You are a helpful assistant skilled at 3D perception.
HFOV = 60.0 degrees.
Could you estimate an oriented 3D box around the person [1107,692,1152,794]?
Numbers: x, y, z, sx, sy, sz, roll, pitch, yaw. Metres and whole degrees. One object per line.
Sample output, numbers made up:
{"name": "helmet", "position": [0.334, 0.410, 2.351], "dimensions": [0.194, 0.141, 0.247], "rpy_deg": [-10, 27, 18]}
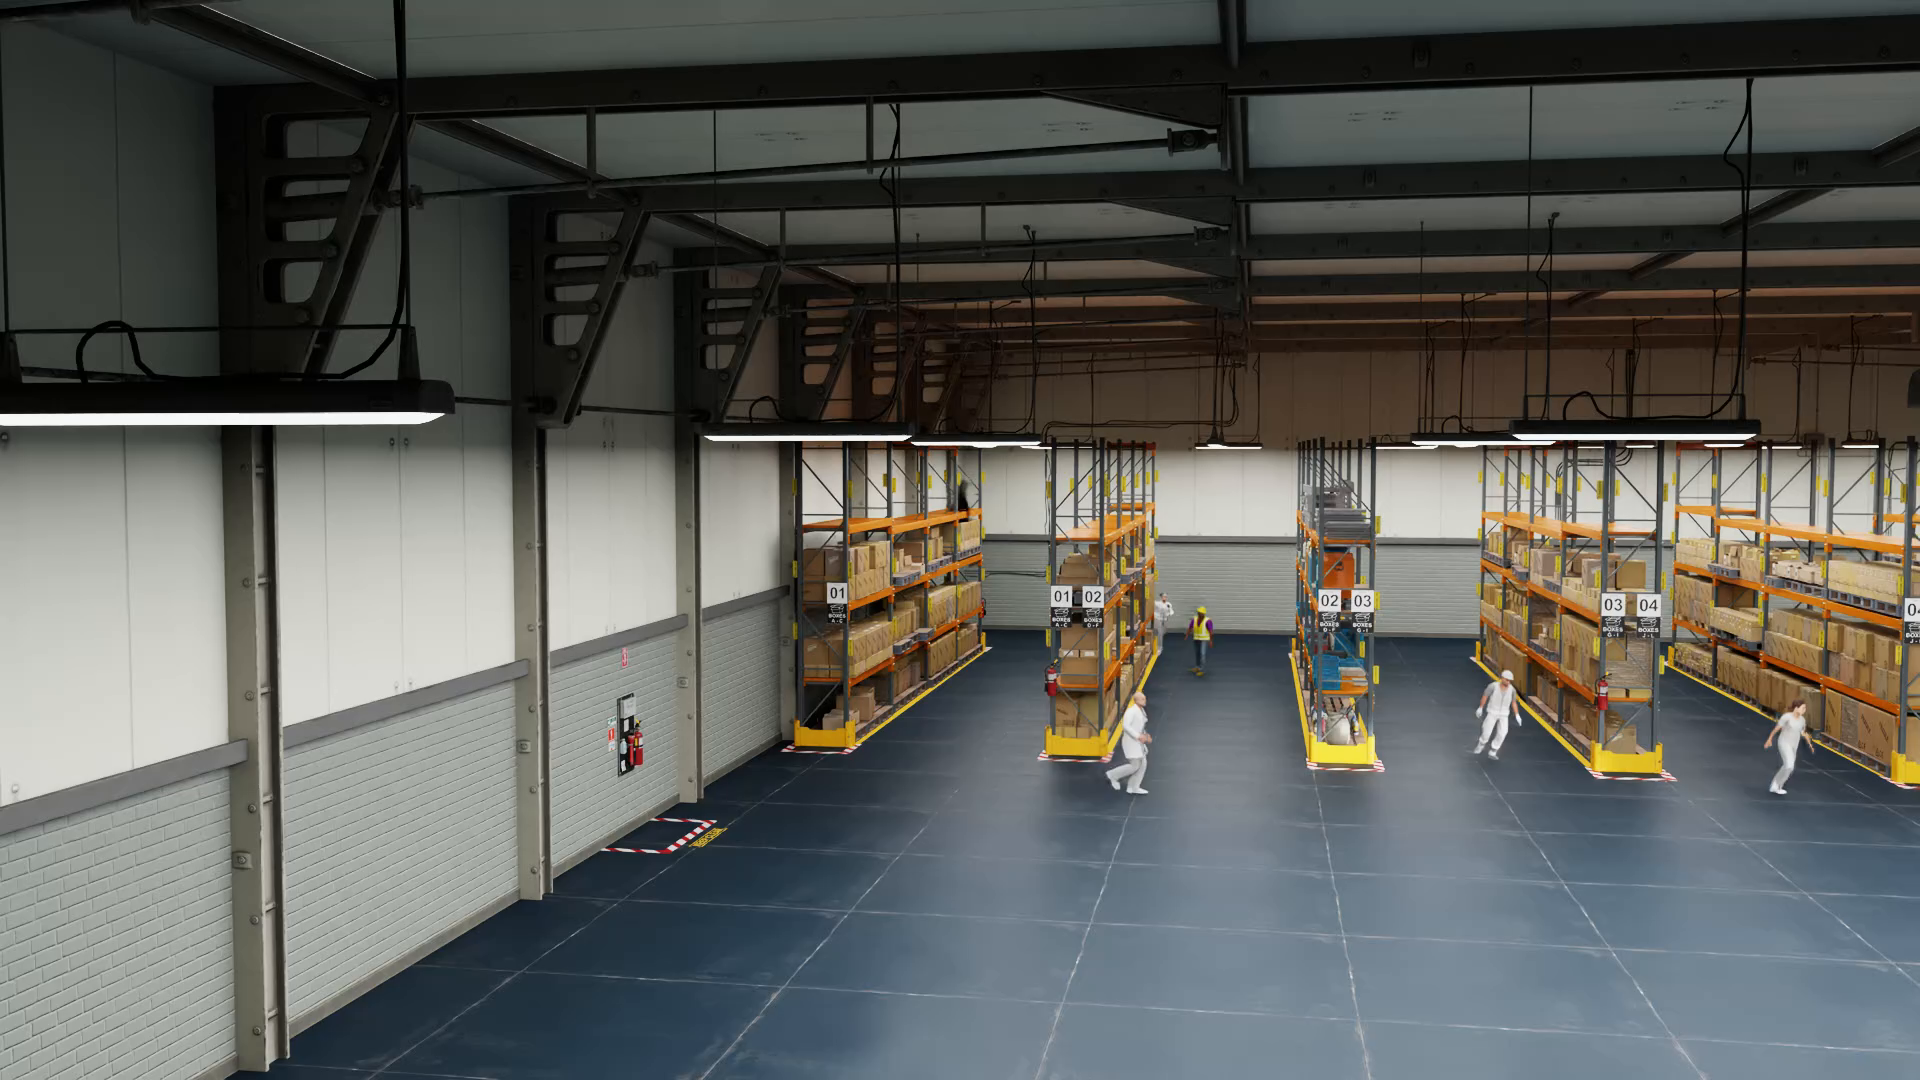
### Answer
{"name": "person", "position": [2.842, 3.394, 27.881], "dimensions": [0.746, 1.726, 0.713], "rpy_deg": [2, 3, 27]}

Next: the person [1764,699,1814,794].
{"name": "person", "position": [13.816, 3.439, 27.698], "dimensions": [0.570, 1.625, 0.619], "rpy_deg": [-1, 3, -20]}

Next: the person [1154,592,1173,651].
{"name": "person", "position": [5.890, 2.355, 48.336], "dimensions": [0.626, 1.697, 0.789], "rpy_deg": [-1, 3, -15]}

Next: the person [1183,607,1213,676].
{"name": "person", "position": [6.156, 2.586, 42.854], "dimensions": [0.758, 1.760, 0.766], "rpy_deg": [2, 4, 38]}

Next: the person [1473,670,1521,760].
{"name": "person", "position": [9.948, 3.228, 30.766], "dimensions": [0.796, 1.699, 0.692], "rpy_deg": [0, 3, 3]}
